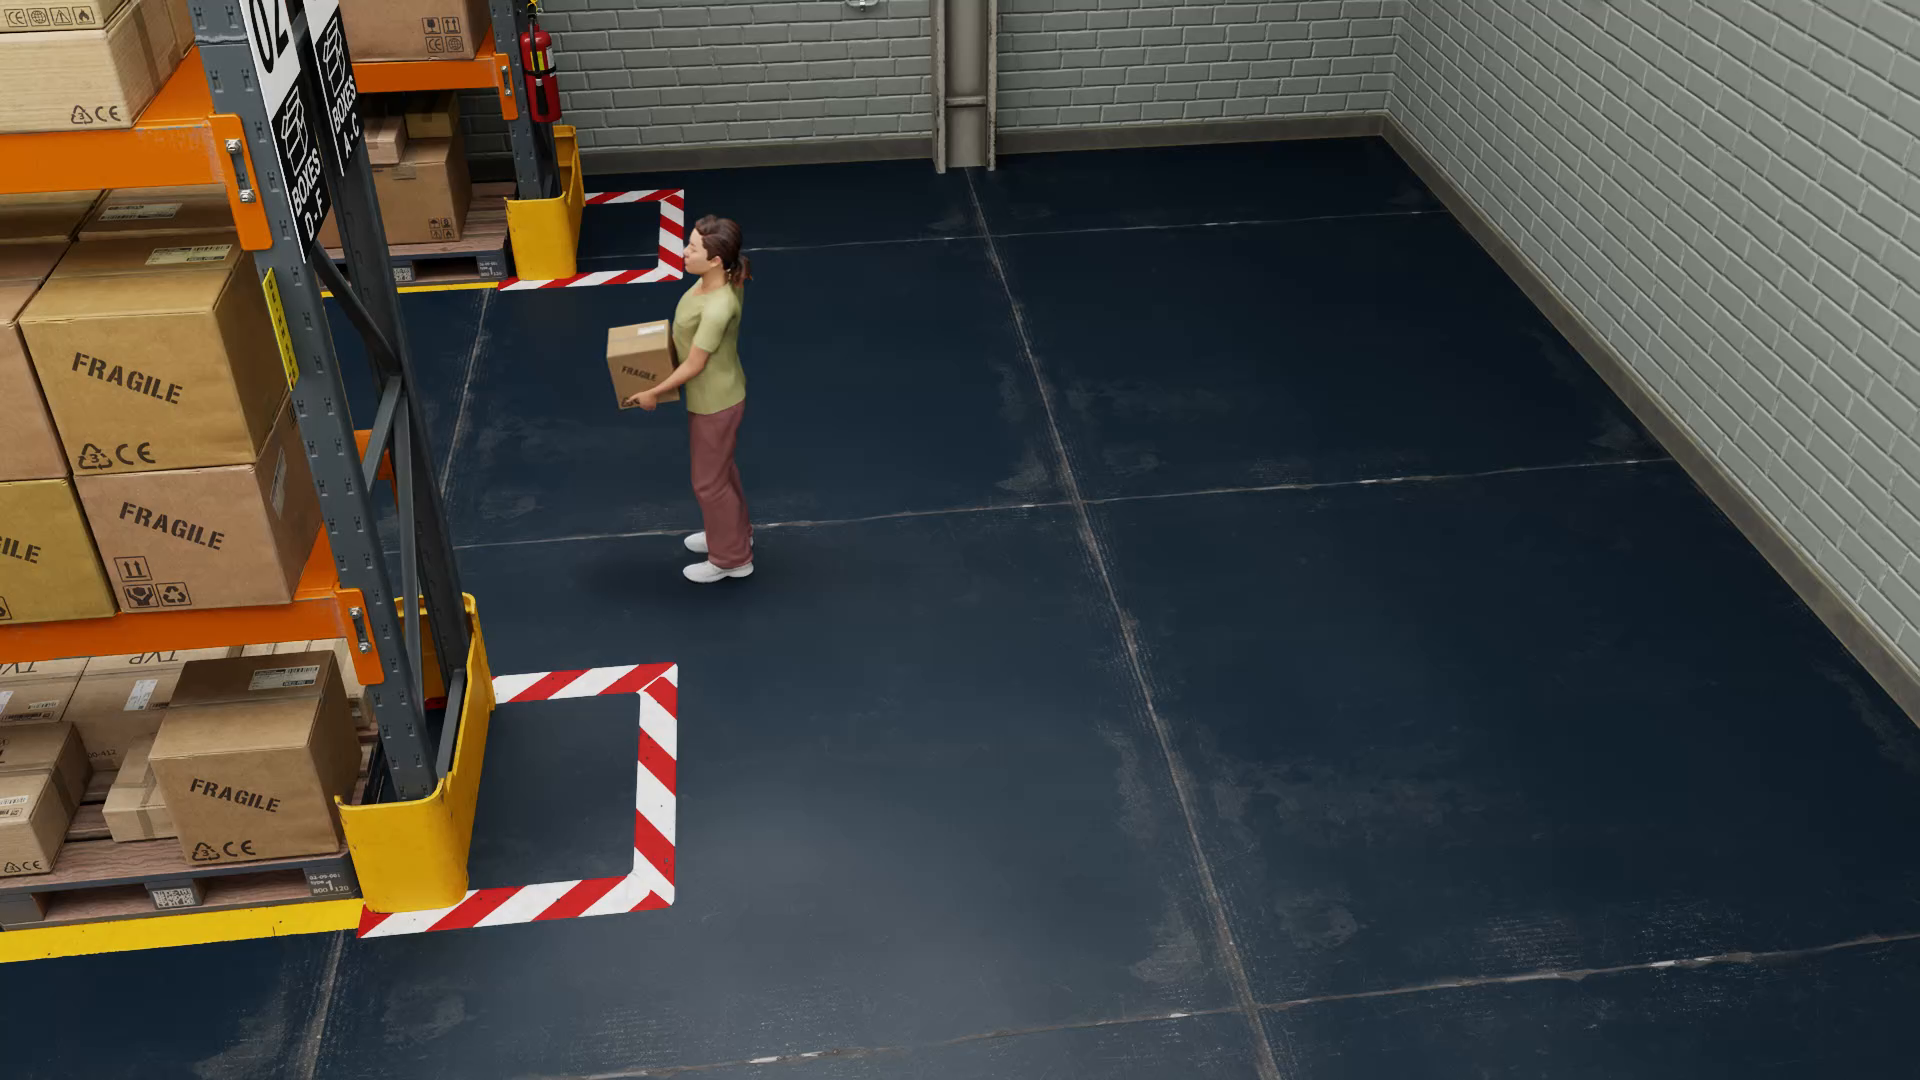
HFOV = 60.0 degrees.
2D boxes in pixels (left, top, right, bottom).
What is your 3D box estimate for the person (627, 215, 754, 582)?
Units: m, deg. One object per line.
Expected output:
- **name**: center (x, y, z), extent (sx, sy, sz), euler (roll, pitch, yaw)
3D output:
- **person**: center (-1.104, -0.581, 6.987), extent (0.559, 1.662, 0.428), euler (-4, 35, -6)
